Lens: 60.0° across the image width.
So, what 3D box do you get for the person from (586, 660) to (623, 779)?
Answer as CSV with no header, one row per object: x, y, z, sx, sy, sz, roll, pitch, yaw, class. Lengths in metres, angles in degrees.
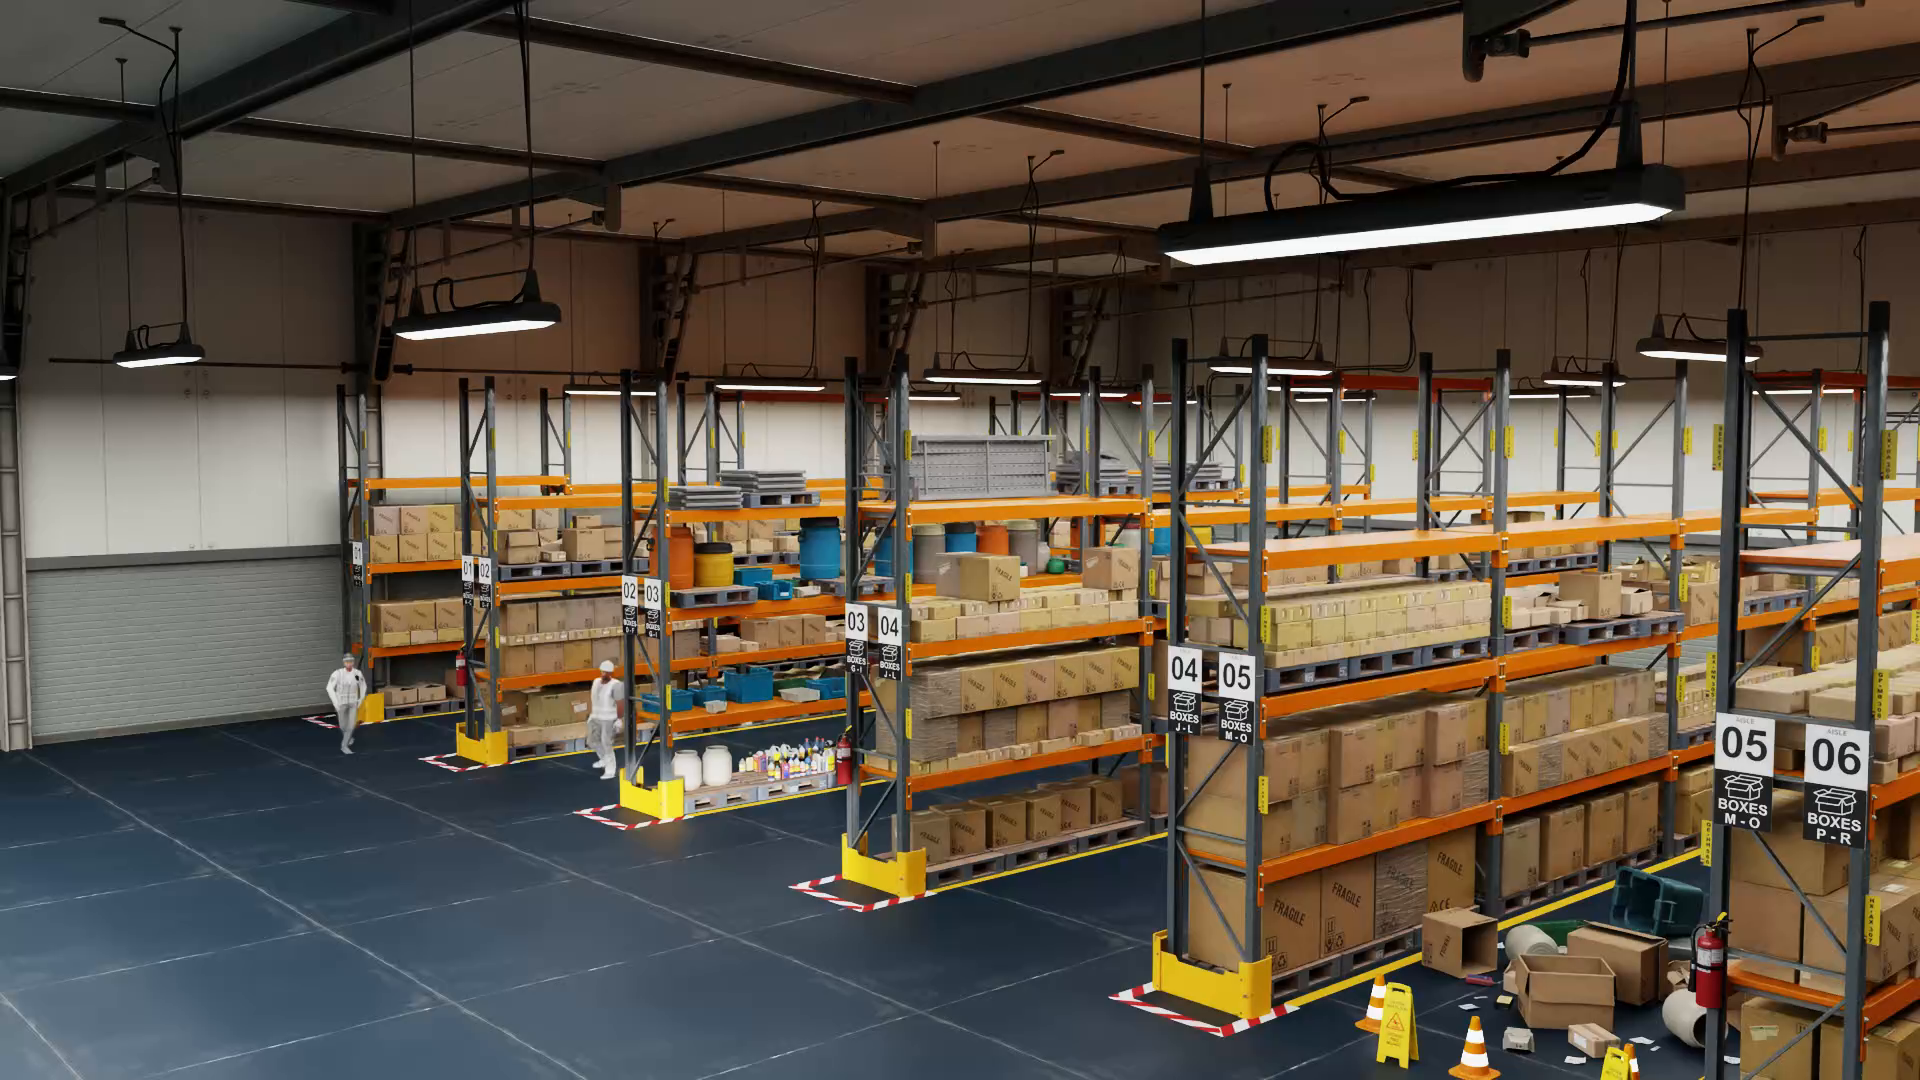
-5.285,2.651,24.763,0.756,1.767,0.523,2,4,33,person

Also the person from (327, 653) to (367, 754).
-9.848,2.606,26.725,0.614,1.634,0.522,-2,4,-25,person

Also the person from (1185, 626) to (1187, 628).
4.872,2.283,32.350,1.151,1.440,0.665,-1,4,-9,person
